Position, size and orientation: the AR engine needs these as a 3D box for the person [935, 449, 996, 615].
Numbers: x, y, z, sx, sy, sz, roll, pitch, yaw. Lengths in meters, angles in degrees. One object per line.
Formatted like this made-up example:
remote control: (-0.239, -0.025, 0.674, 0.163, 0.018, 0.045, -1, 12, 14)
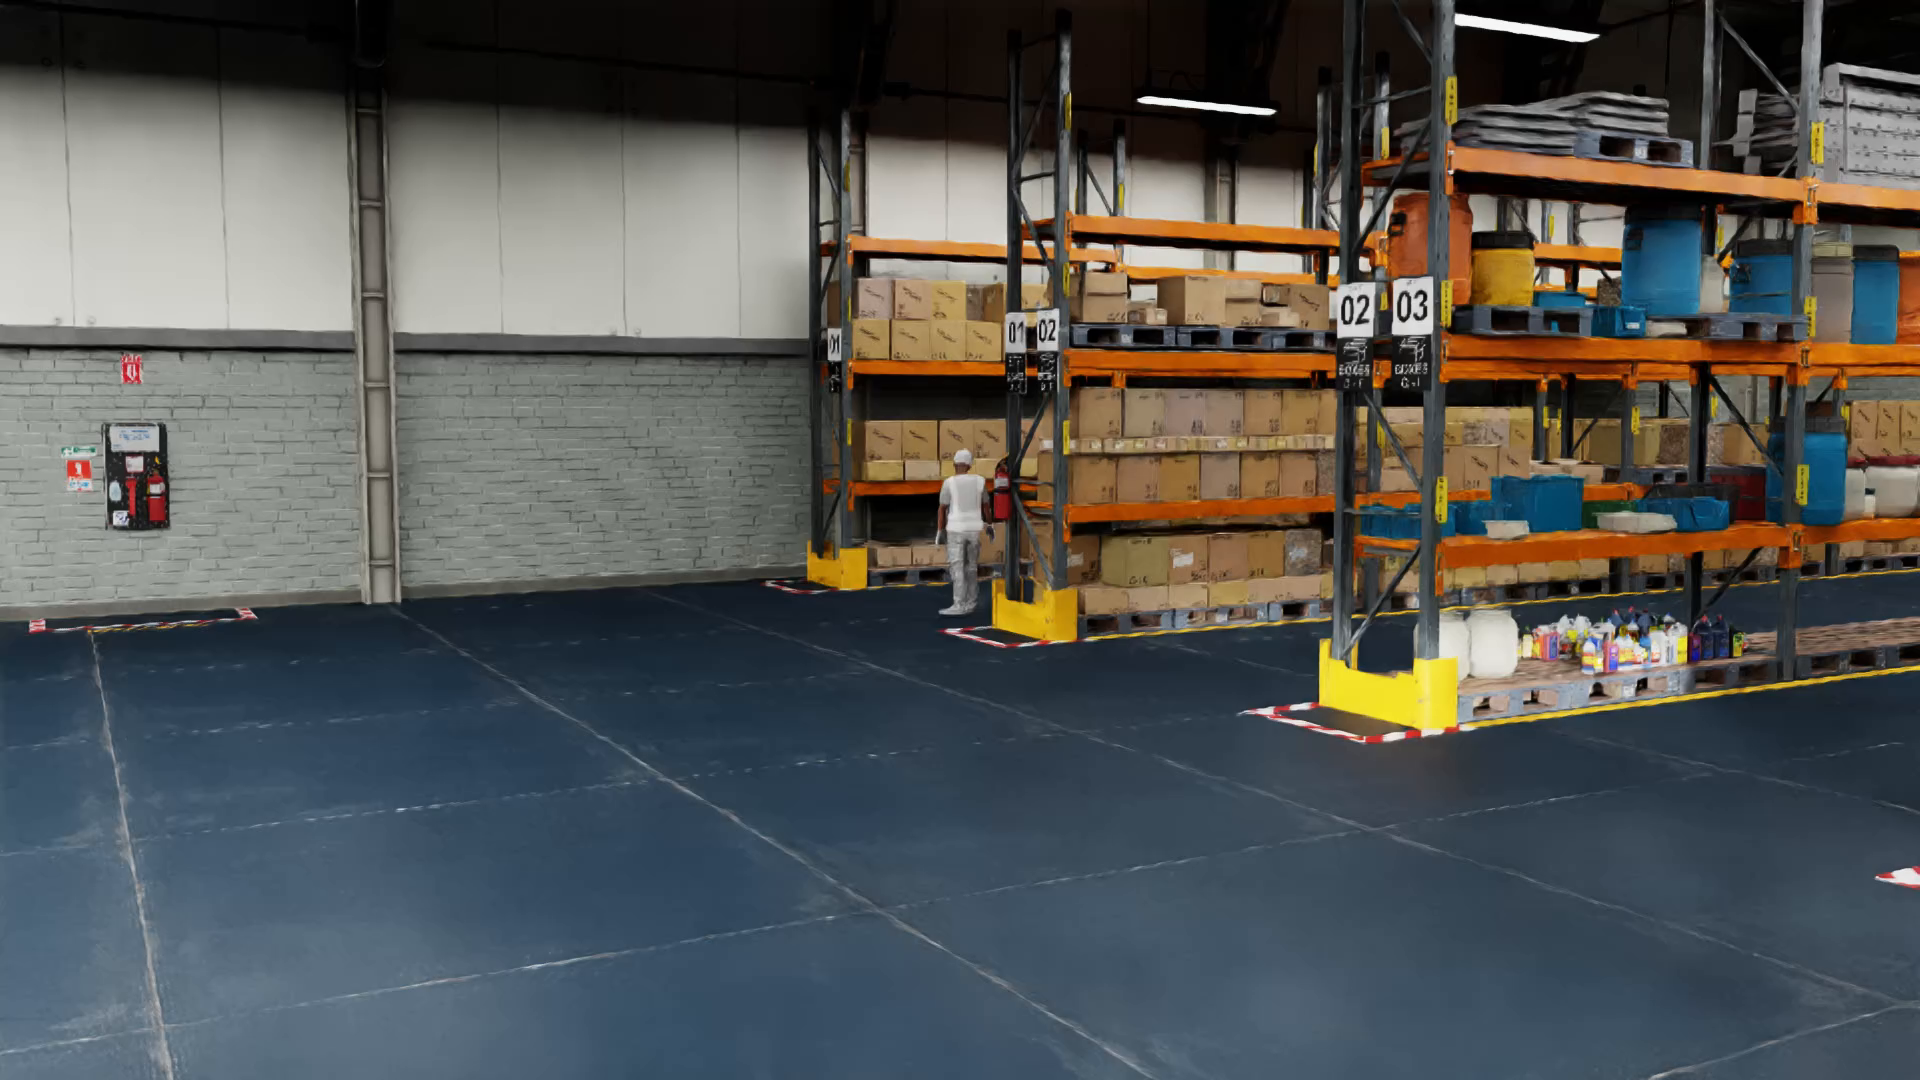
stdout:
person: (0.048, -0.095, 18.015, 0.734, 1.787, 0.589, -3, 6, -28)
